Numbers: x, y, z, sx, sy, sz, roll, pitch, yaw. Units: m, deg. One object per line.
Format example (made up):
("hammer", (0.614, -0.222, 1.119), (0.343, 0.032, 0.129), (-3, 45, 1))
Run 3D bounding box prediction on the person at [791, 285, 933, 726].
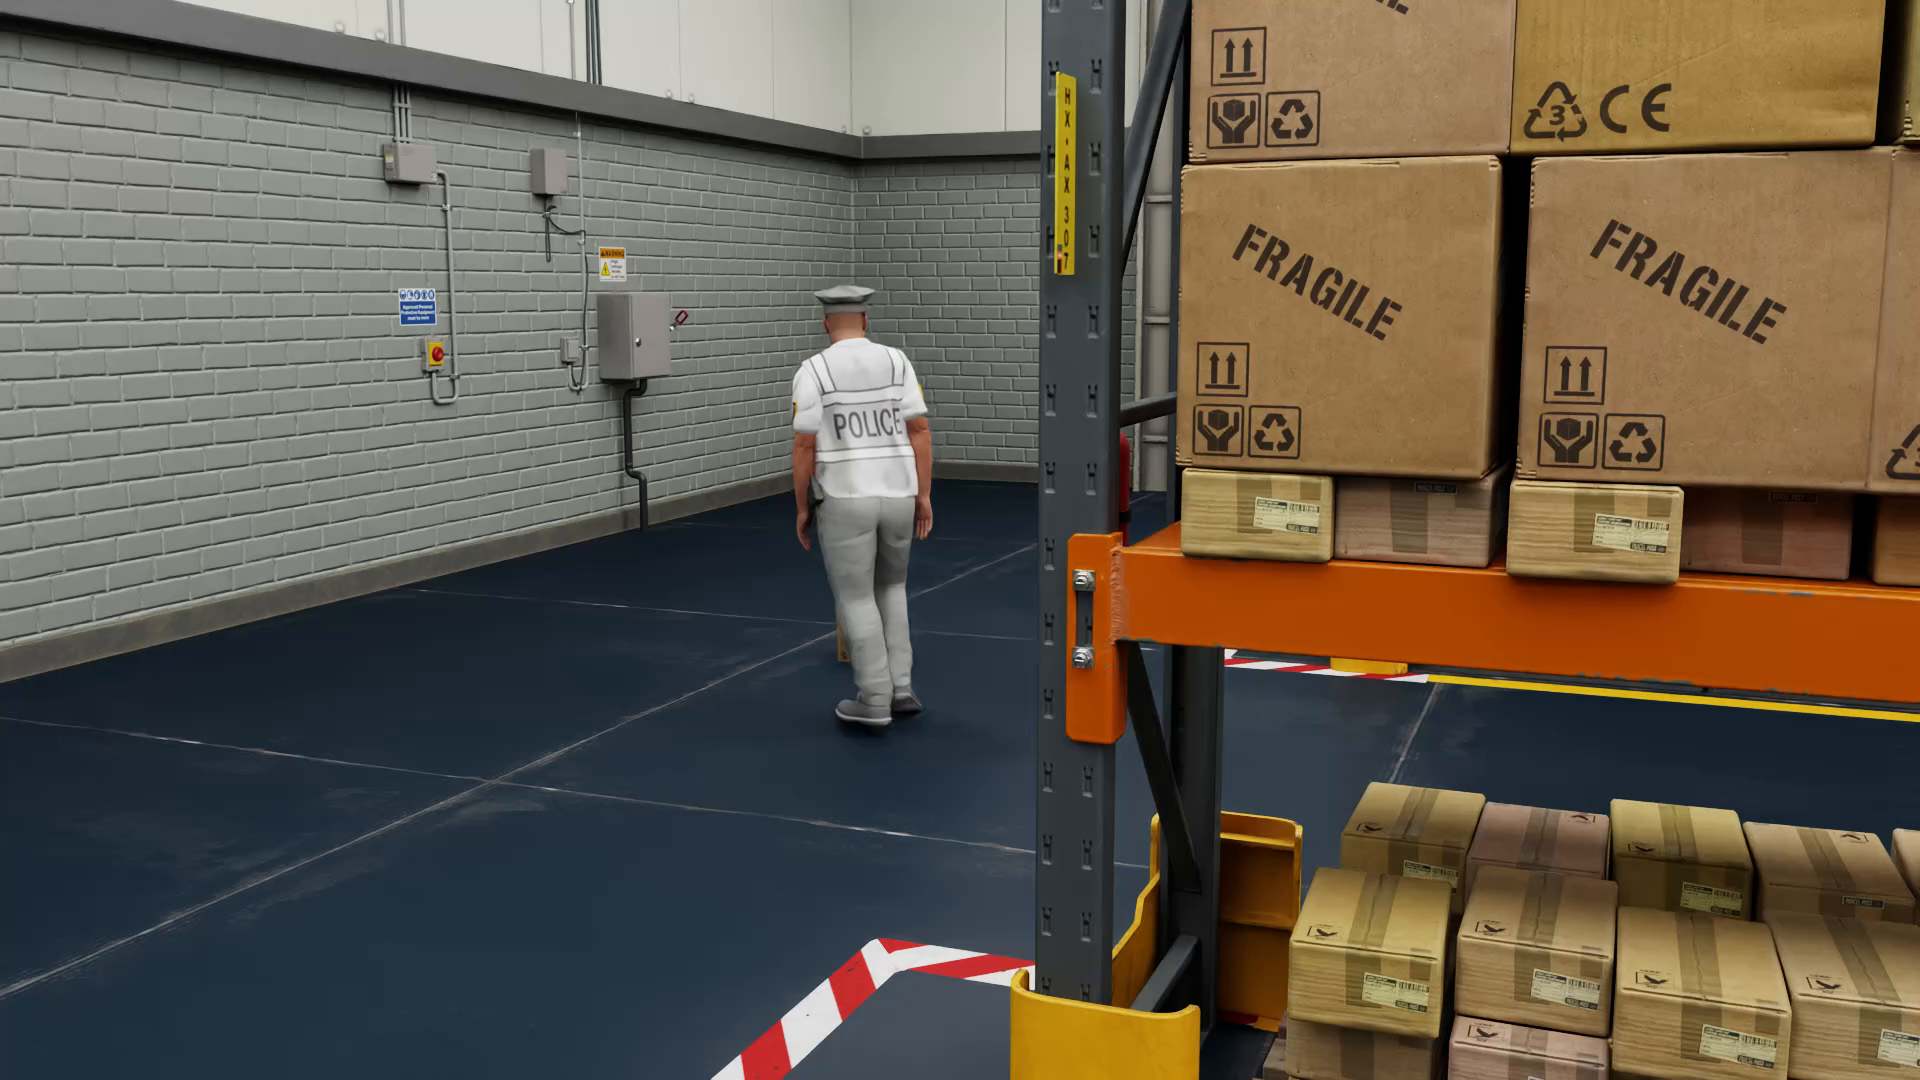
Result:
("person", (-0.374, -0.121, 6.649), (0.584, 1.779, 0.483), (-5, 10, -31))
